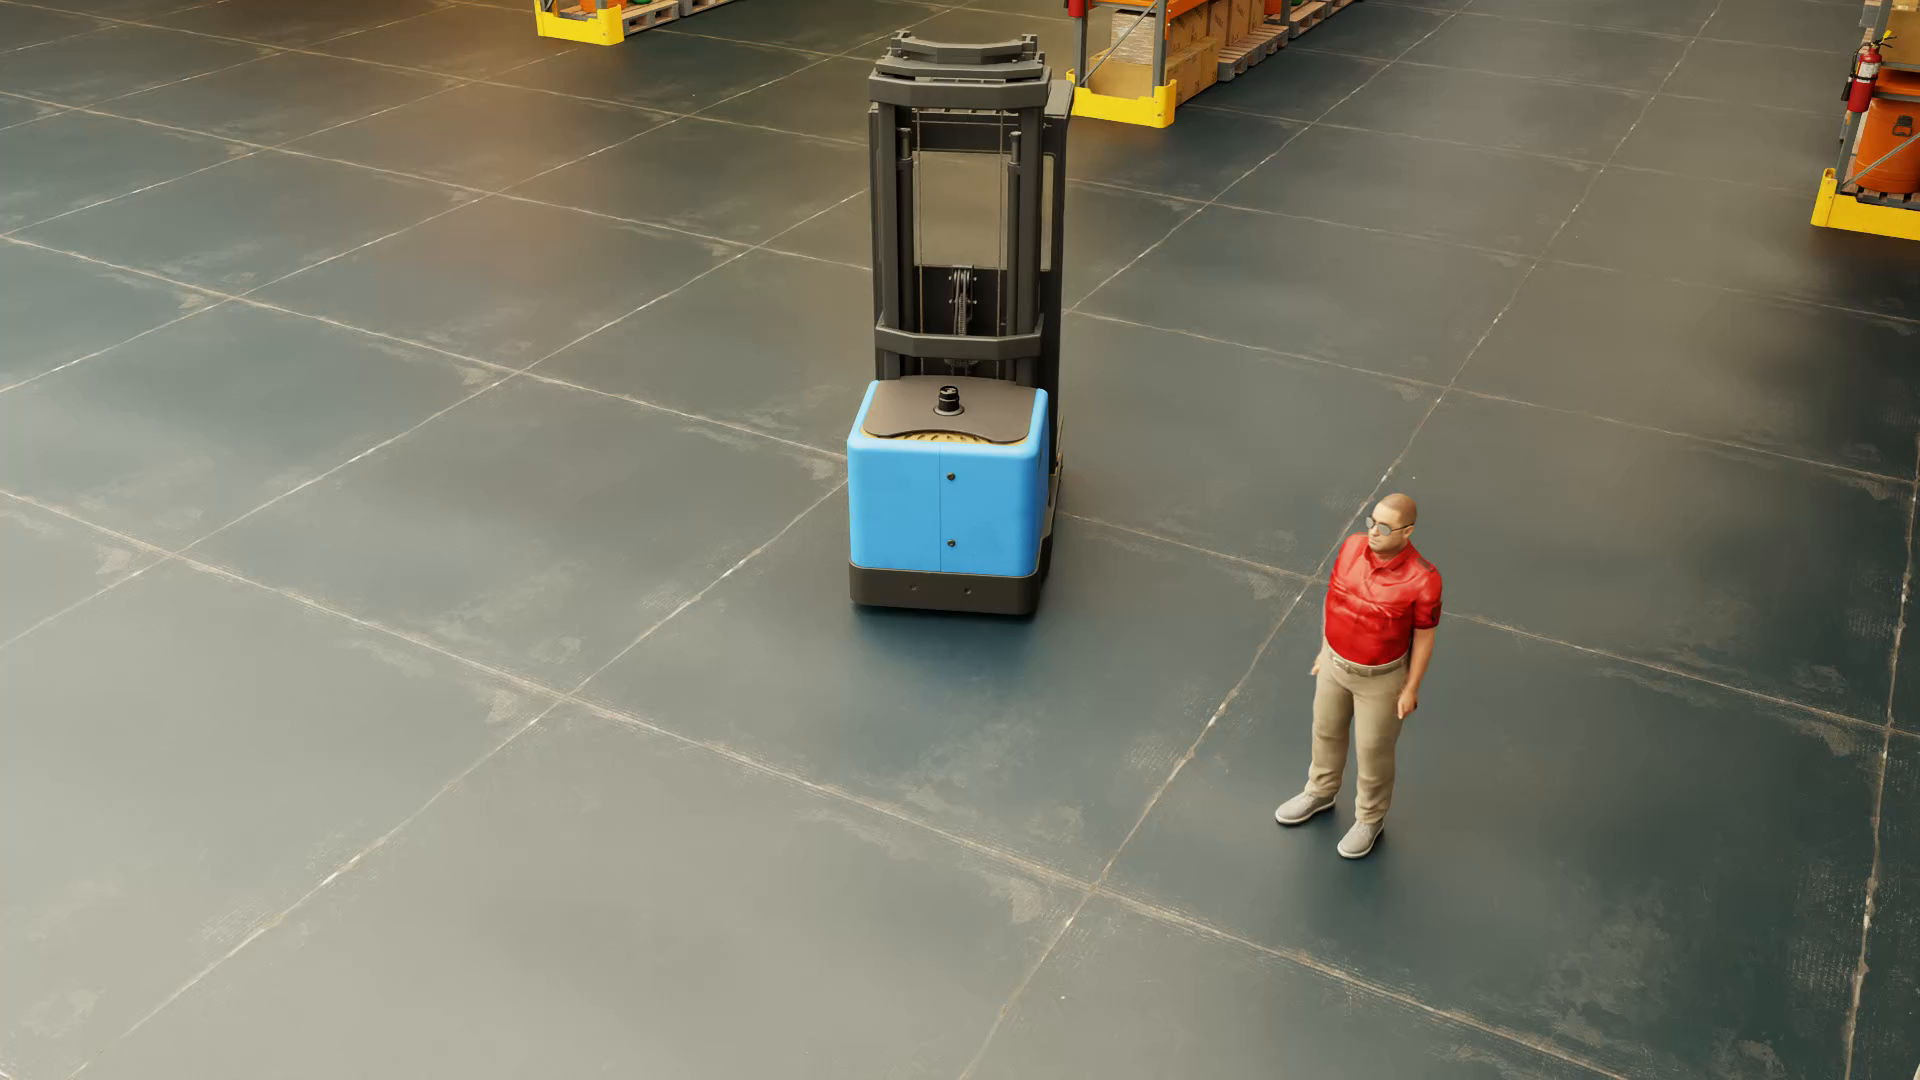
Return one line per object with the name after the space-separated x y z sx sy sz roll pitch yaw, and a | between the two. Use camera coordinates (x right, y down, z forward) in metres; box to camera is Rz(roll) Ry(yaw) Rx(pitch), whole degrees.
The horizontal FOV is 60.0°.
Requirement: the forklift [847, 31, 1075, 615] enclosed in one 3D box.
0.072 -1.572 9.794 1.130 2.935 3.031 3 30 6 | forklift

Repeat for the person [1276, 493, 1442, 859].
1.763 0.582 7.271 0.389 1.728 0.527 -25 38 -37 | person
